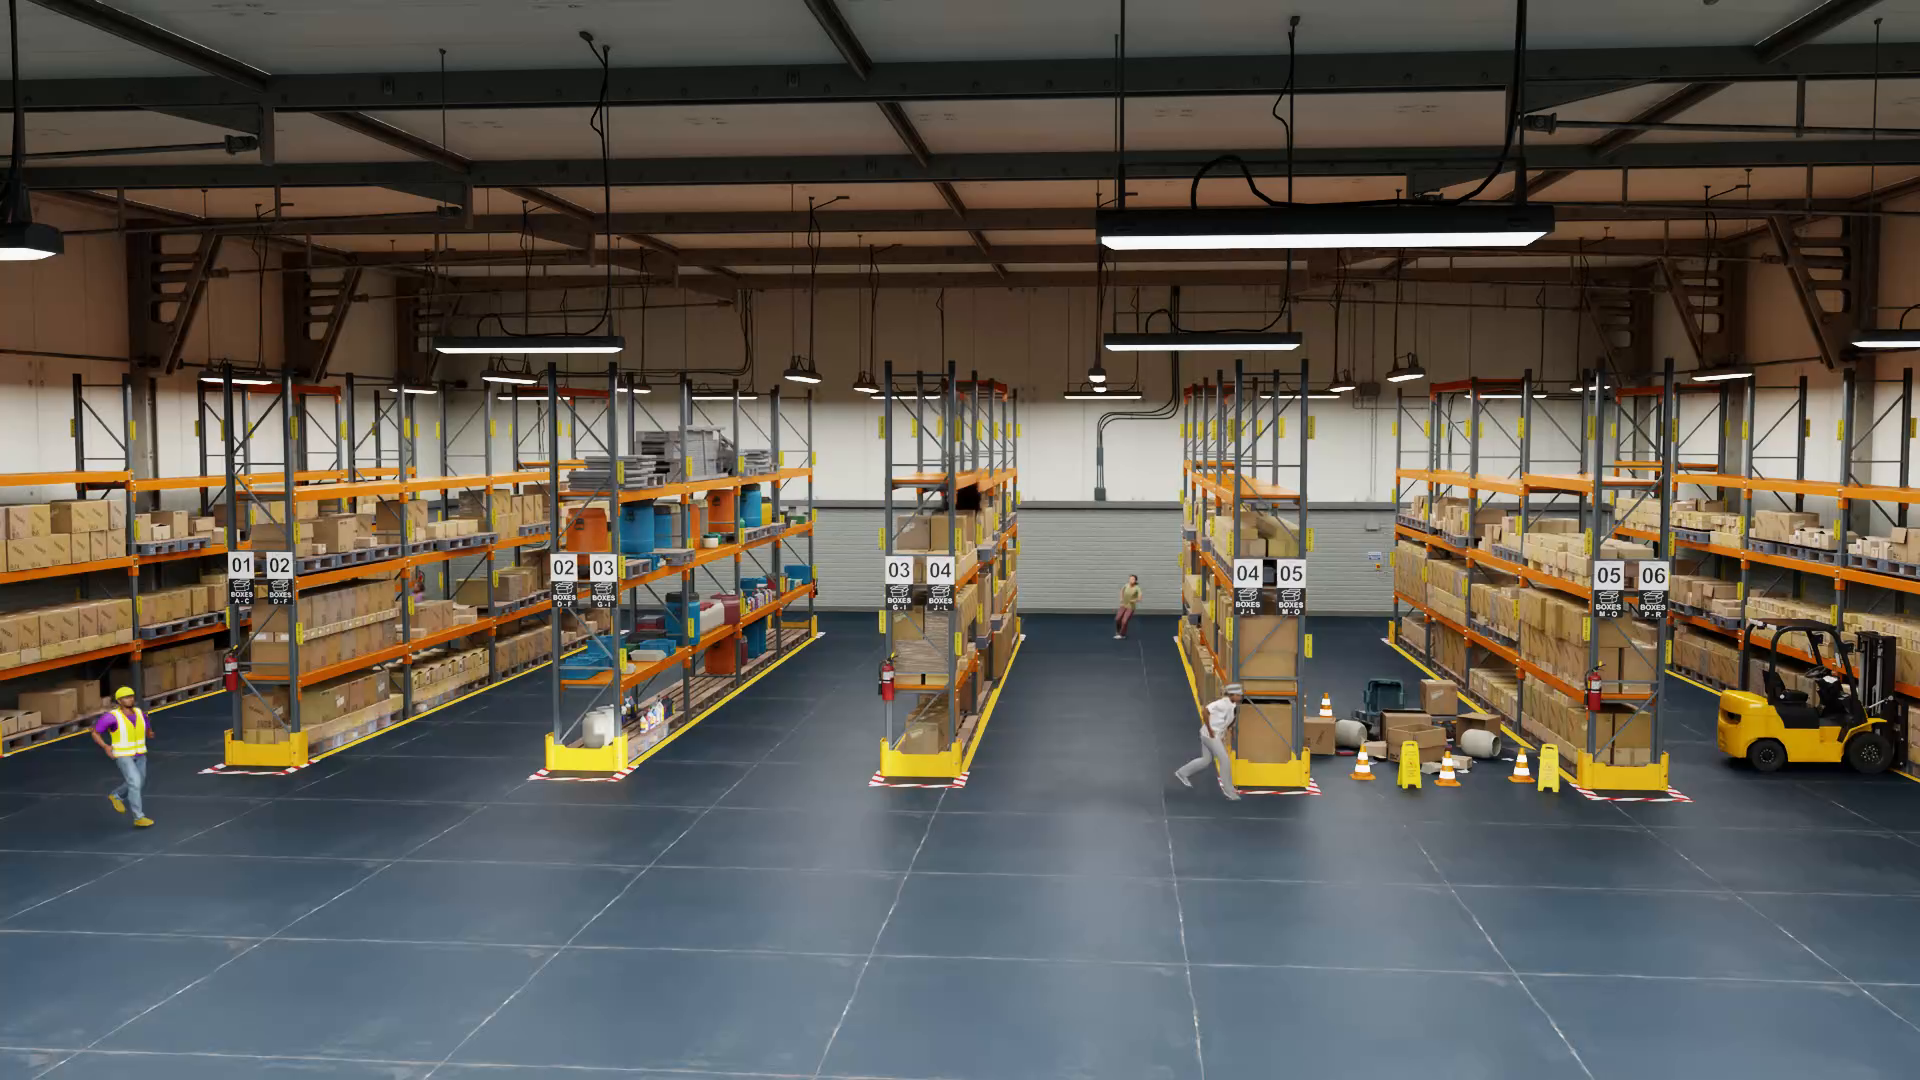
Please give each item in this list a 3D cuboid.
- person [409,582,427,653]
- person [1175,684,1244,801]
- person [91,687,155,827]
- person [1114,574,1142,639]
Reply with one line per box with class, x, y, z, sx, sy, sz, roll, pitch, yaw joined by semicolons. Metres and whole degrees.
person;-12.226;1.745;37.398;0.506;1.585;0.662;-1;4;-10
person;3.385;2.742;22.693;0.985;1.624;0.612;2;4;32
person;-10.572;2.733;21.127;0.926;1.746;0.713;2;4;26
person;3.966;1.599;39.692;0.770;1.581;0.568;2;4;31
